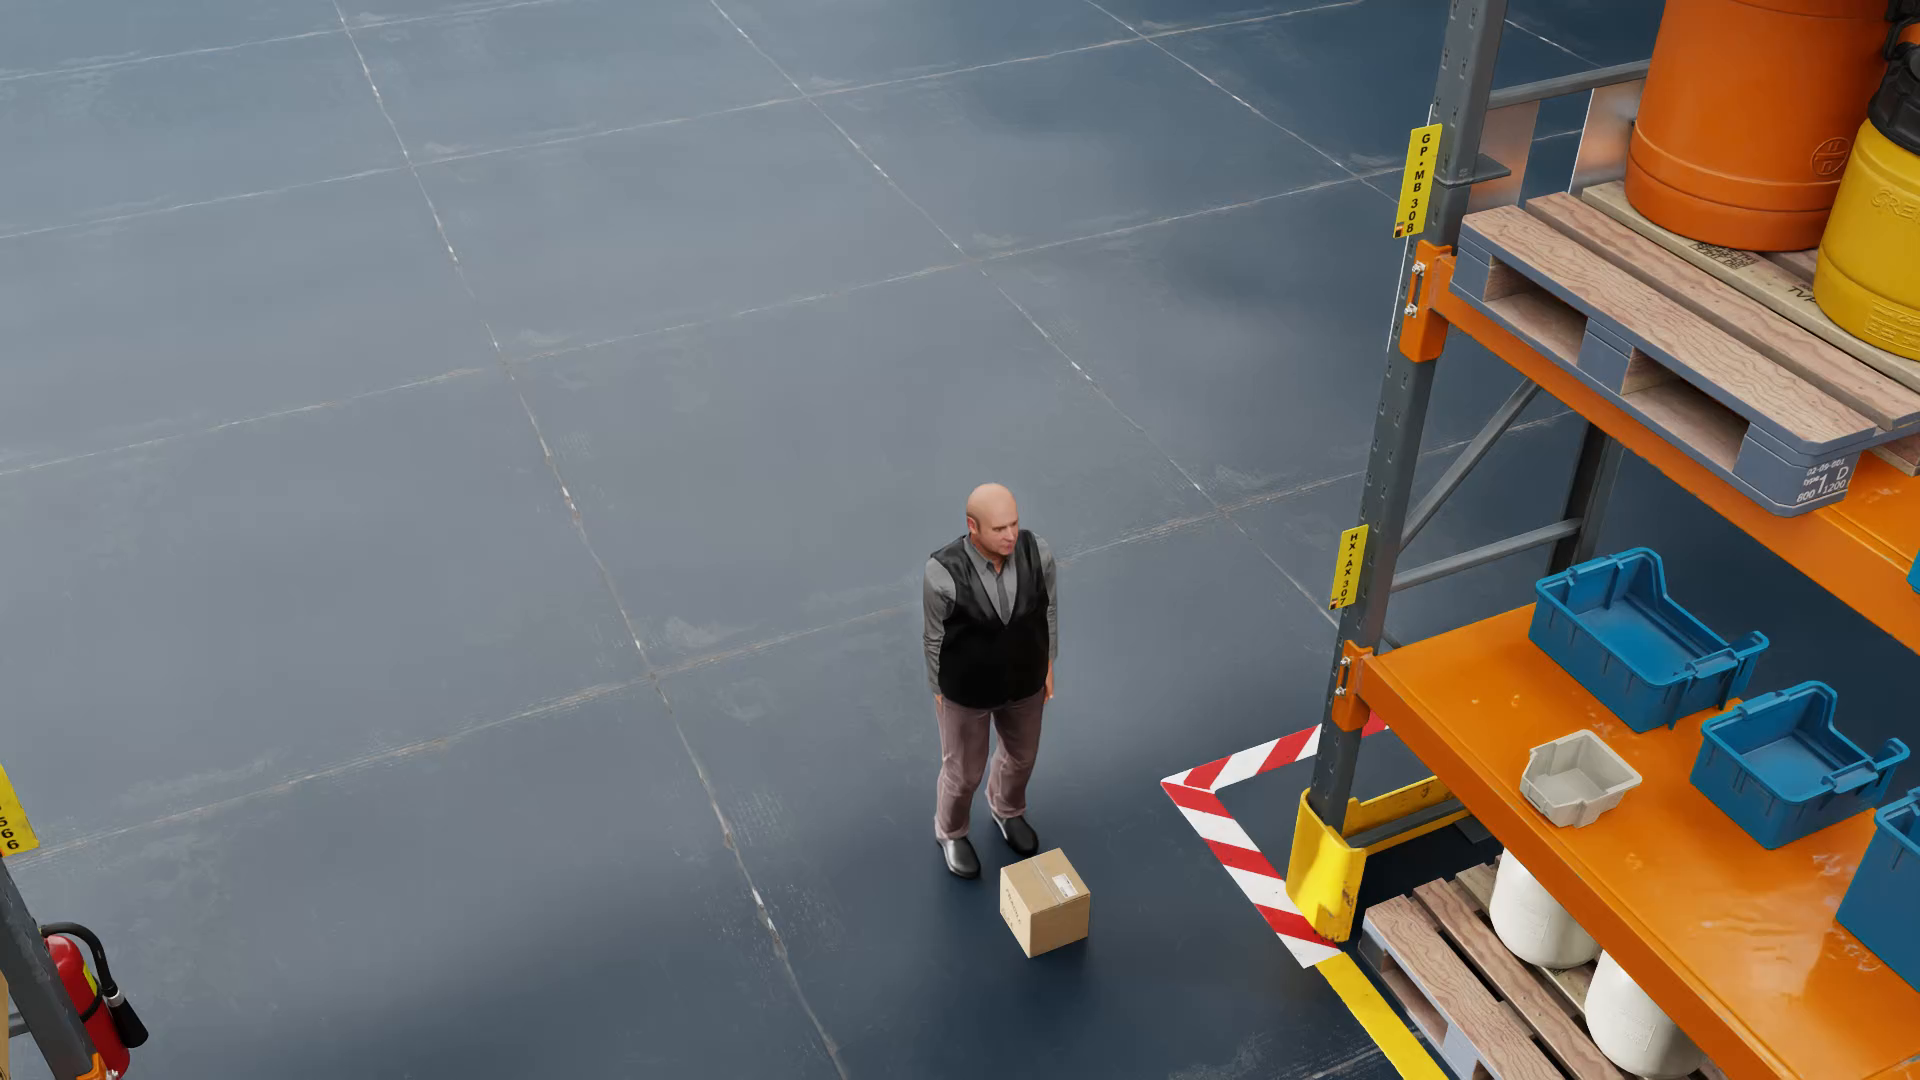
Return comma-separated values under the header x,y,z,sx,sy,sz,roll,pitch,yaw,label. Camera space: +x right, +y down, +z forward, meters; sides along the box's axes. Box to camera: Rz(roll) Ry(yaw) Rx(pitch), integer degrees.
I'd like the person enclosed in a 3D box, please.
x,y,z,sx,sy,sz,roll,pitch,yaw,label
0.126,0.526,6.185,0.530,1.716,0.359,-15,39,-19,person
